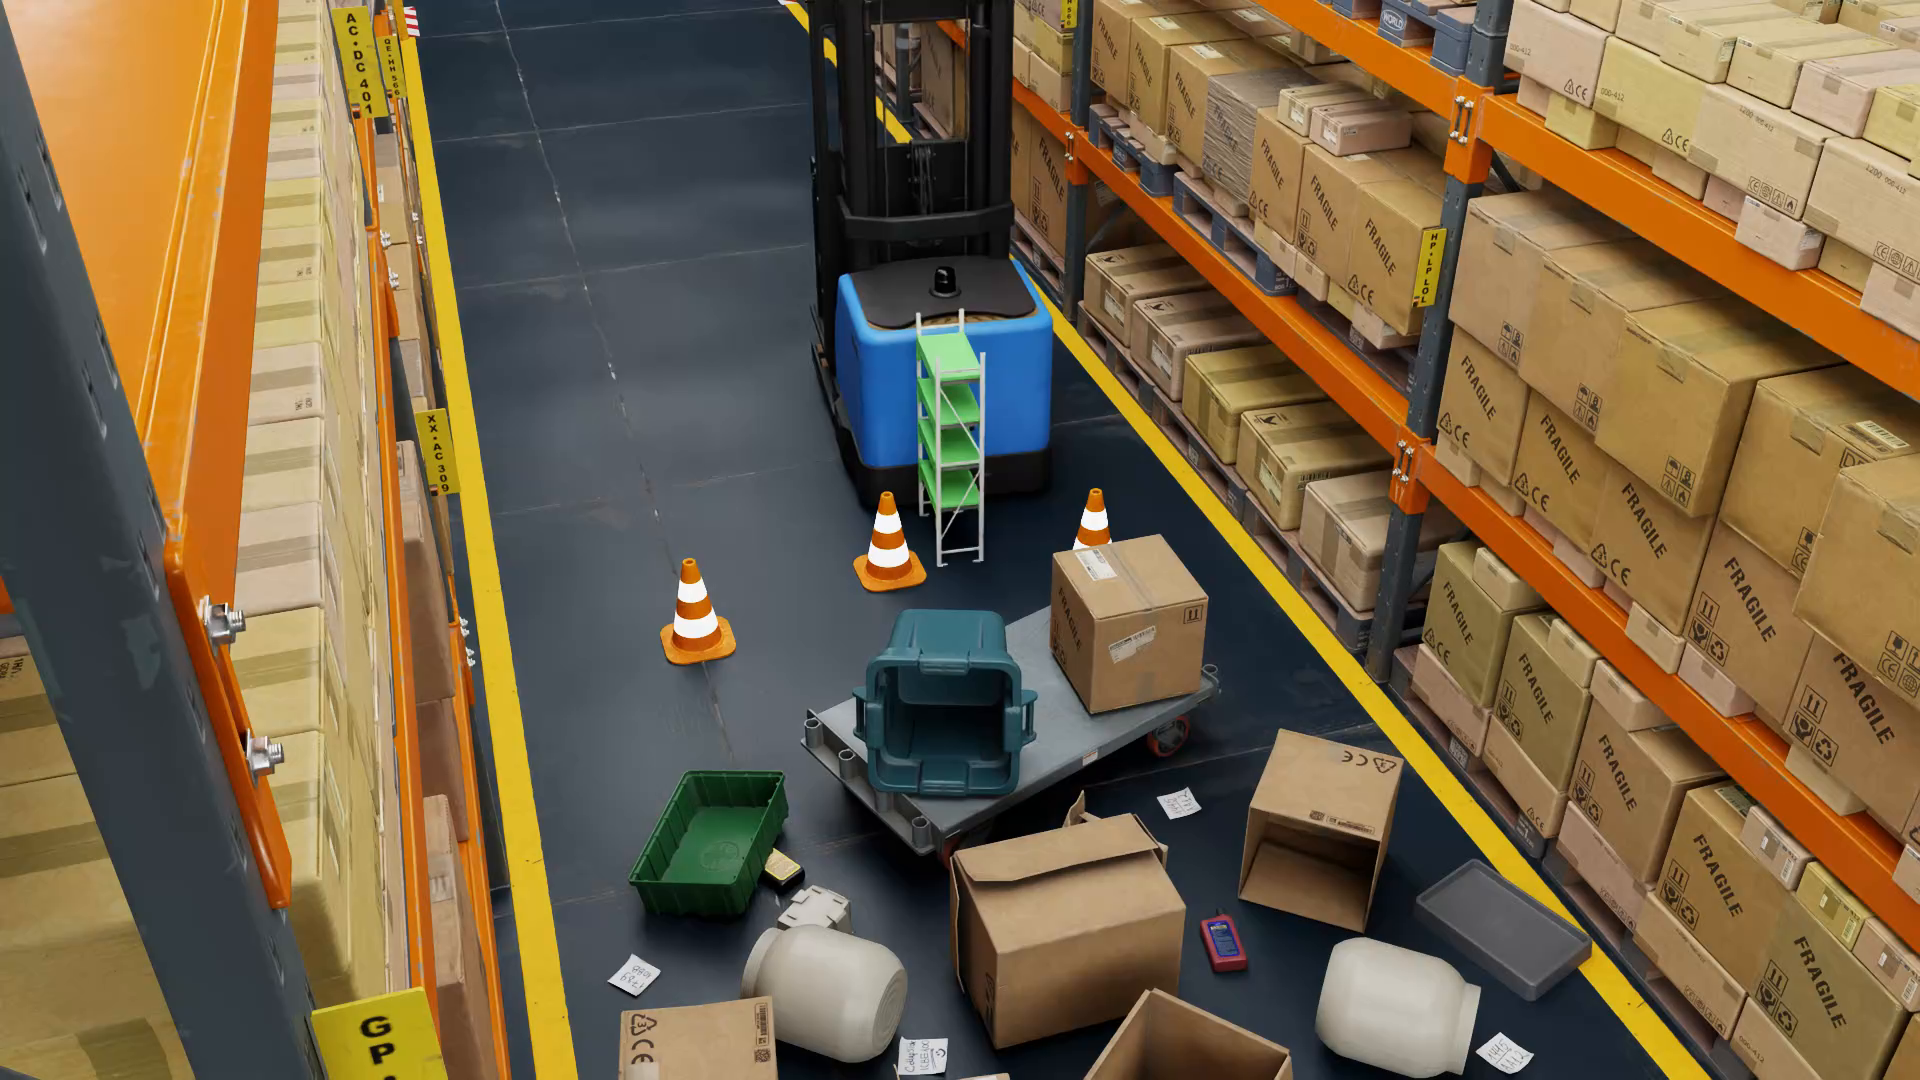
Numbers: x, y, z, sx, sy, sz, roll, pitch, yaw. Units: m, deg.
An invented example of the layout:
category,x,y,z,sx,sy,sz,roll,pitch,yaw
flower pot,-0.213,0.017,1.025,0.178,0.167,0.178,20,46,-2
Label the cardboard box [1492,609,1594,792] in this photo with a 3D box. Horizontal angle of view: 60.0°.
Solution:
category,x,y,z,sx,sy,sz,roll,pitch,yaw
cardboard box,2.490,0.602,6.551,0.500,0.500,0.500,-9,34,-13

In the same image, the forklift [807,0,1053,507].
category,x,y,z,sx,sy,sz,roll,pitch,yaw
forklift,-0.307,-2.205,9.429,1.130,2.935,3.031,-7,34,-10

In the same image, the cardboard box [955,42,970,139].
category,x,y,z,sx,sy,sz,roll,pitch,yaw
cardboard box,0.501,-3.395,12.714,0.875,0.875,0.875,-9,35,-13

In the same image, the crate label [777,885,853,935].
category,x,y,z,sx,sy,sz,roll,pitch,yaw
crate label,-0.560,1.470,6.401,0.250,0.136,0.298,19,38,26

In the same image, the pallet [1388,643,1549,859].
category,x,y,z,sx,sy,sz,roll,pitch,yaw
pallet,2.632,0.819,7.319,1.003,0.211,1.213,-10,35,-15

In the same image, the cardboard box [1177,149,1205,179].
category,x,y,z,sx,sy,sz,roll,pitch,yaw
cardboard box,1.401,-2.093,9.044,0.380,0.149,0.250,-8,34,-12

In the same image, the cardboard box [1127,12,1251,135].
category,x,y,z,sx,sy,sz,roll,pitch,yaw
cardboard box,1.255,-2.585,9.199,0.500,0.500,0.500,-8,34,-12

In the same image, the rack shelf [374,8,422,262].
category,x,y,z,sx,sy,sz,roll,pitch,yaw
rack shelf,-4.121,-2.656,10.701,1.077,0.370,4.000,-10,35,-15

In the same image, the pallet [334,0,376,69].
category,x,y,z,sx,sy,sz,roll,pitch,yaw
pallet,-2.920,-2.163,6.753,1.003,0.211,1.213,-8,34,-13

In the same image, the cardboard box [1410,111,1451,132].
category,x,y,z,sx,sy,sz,roll,pitch,yaw
cardboard box,2.232,-1.851,8.090,0.500,0.500,0.500,-10,35,-15

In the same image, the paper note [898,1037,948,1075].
category,x,y,z,sx,sy,sz,roll,pitch,yaw
paper note,-0.133,1.841,5.943,0.172,0.023,0.155,1,33,2

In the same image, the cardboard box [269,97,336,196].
category,x,y,z,sx,sy,sz,roll,pitch,yaw
cardboard box,-1.565,-0.832,3.600,0.380,0.149,0.250,-10,35,-15

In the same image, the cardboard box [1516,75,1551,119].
category,x,y,z,sx,sy,sz,roll,pitch,yaw
cardboard box,2.253,-1.631,6.004,0.380,0.149,0.250,-11,35,-15

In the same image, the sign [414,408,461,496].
category,x,y,z,sx,sy,sz,roll,pitch,yaw
sign,-1.762,-0.294,5.617,0.100,0.325,0.005,-10,35,-15

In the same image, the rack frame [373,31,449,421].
category,x,y,z,sx,sy,sz,roll,pitch,yaw
rack frame,-3.510,-1.906,8.913,1.000,3.000,0.127,-10,35,-15

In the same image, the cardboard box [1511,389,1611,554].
category,x,y,z,sx,sy,sz,roll,pitch,yaw
cardboard box,2.437,-0.320,6.152,0.500,0.500,0.500,-10,35,-15

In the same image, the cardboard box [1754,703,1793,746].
category,x,y,z,sx,sy,sz,roll,pitch,yaw
cardboard box,2.848,0.547,5.429,0.380,0.149,0.250,-10,35,-15

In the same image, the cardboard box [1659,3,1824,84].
category,x,y,z,sx,sy,sz,roll,pitch,yaw
cardboard box,2.412,-1.536,5.138,0.380,0.149,0.250,-10,35,-15

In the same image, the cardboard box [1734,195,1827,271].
category,x,y,z,sx,sy,sz,roll,pitch,yaw
cardboard box,2.564,-0.941,4.961,0.380,0.149,0.250,-11,35,-16

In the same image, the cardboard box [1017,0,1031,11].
category,x,y,z,sx,sy,sz,roll,pitch,yaw
cardboard box,0.602,-3.746,10.700,0.500,0.500,0.500,-9,35,-14

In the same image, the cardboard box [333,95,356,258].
category,x,y,z,sx,sy,sz,roll,pitch,yaw
cardboard box,-1.742,-0.855,3.997,0.500,0.250,0.500,-10,35,-15

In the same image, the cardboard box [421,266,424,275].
category,x,y,z,sx,sy,sz,roll,pitch,yaw
cardboard box,-3.490,-1.754,9.890,0.500,0.250,0.500,-12,35,-17

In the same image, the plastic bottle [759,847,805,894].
category,x,y,z,sx,sy,sz,roll,pitch,yaw
plastic bottle,-0.769,1.311,6.710,0.283,0.061,0.133,27,42,34

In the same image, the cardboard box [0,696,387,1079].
category,x,y,z,sx,sy,sz,roll,pitch,yaw
cardboard box,-0.973,0.468,1.995,0.500,0.250,0.500,-10,35,-15

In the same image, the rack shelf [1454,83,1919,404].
category,x,y,z,sx,sy,sz,roll,pitch,yaw
rack shelf,3.003,-0.593,4.858,1.077,0.370,4.000,-10,35,-15

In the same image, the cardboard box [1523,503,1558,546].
category,x,y,z,sx,sy,sz,roll,pitch,yaw
cardboard box,2.420,-0.109,6.422,0.380,0.149,0.250,-10,35,-15

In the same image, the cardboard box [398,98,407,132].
category,x,y,z,sx,sy,sz,roll,pitch,yaw
cardboard box,-4.263,-3.103,11.931,0.500,0.250,0.500,-11,35,-16

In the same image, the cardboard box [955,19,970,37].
category,x,y,z,sx,sy,sz,roll,pitch,yaw
cardboard box,0.280,-3.746,11.835,0.500,0.250,0.500,-11,35,-16

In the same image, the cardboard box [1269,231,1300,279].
category,x,y,z,sx,sy,sz,roll,pitch,yaw
cardboard box,1.716,-1.389,7.979,0.380,0.149,0.250,-10,35,-14

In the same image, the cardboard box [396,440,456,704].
category,x,y,z,sx,sy,sz,roll,pitch,yaw
cardboard box,-1.932,0.150,4.687,0.875,0.550,0.550,-10,35,-15

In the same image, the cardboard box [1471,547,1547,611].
category,x,y,z,sx,sy,sz,roll,pitch,yaw
cardboard box,2.297,0.128,6.680,0.380,0.149,0.250,-10,35,-14

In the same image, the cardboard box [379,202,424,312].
category,x,y,z,sx,sy,sz,roll,pitch,yaw
cardboard box,-2.814,-1.232,7.802,0.500,0.500,0.500,-11,35,-16

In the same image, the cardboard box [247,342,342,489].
category,x,y,z,sx,sy,sz,roll,pitch,yaw
cardboard box,-1.178,-0.165,2.590,0.380,0.149,0.250,-11,35,-16

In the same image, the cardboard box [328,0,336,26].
category,x,y,z,sx,sy,sz,roll,pitch,yaw
cardboard box,-2.470,-1.949,6.014,0.380,0.149,0.250,-10,35,-15

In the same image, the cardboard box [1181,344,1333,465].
category,x,y,z,sx,sy,sz,roll,pitch,yaw
cardboard box,1.794,-0.787,9.222,0.950,0.372,0.625,-9,34,-13

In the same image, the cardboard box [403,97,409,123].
category,x,y,z,sx,sy,sz,roll,pitch,yaw
cardboard box,-4.536,-3.360,13.049,0.380,0.149,0.250,-8,34,-13

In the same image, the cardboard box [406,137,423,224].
category,x,y,z,sx,sy,sz,roll,pitch,yaw
cardboard box,-4.109,-2.523,11.733,0.500,0.500,0.500,-11,35,-16

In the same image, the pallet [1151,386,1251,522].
category,x,y,z,sx,sy,sz,roll,pitch,yaw
pallet,1.778,-0.578,9.433,1.003,0.211,1.213,-10,35,-15

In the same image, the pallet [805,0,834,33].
category,x,y,z,sx,sy,sz,roll,pitch,yaw
pallet,-0.949,-5.421,16.763,1.003,0.211,1.213,-10,35,-15

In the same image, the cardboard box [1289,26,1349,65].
category,x,y,z,sx,sy,sz,roll,pitch,yaw
cardboard box,1.941,-2.591,8.621,0.380,0.149,0.250,-12,35,-17

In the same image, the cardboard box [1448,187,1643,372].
category,x,y,z,sx,sy,sz,roll,pitch,yaw
cardboard box,2.321,-1.007,6.285,0.700,0.500,0.500,-10,35,-15

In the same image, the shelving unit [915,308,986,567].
category,x,y,z,sx,sy,sz,roll,pitch,yaw
shelving unit,-0.050,-0.510,8.434,0.258,1.200,0.503,-7,34,-10

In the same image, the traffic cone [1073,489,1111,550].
category,x,y,z,sx,sy,sz,roll,pitch,yaw
traffic cone,0.681,-0.048,8.404,0.336,0.463,0.334,-10,35,-15

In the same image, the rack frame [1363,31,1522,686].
category,x,y,z,sx,sy,sz,roll,pitch,yaw
rack frame,2.393,-0.691,7.075,1.000,3.000,0.127,-10,35,-15

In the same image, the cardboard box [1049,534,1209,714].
category,x,y,z,sx,sy,sz,roll,pitch,yaw
cardboard box,0.707,0.351,7.079,0.500,0.500,0.500,-10,35,-15

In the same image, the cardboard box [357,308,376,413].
category,x,y,z,sx,sy,sz,roll,pitch,yaw
cardboard box,-1.485,-0.363,3.614,0.380,0.149,0.250,-10,35,-15

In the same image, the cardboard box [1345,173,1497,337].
category,x,y,z,sx,sy,sz,roll,pitch,yaw
cardboard box,2.034,-1.236,7.159,0.500,0.500,0.500,-11,35,-16

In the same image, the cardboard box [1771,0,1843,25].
category,x,y,z,sx,sy,sz,roll,pitch,yaw
cardboard box,2.844,-1.766,5.485,0.380,0.149,0.250,-9,35,-14

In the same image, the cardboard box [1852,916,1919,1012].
category,x,y,z,sx,sy,sz,roll,pitch,yaw
cardboard box,2.944,1.239,4.999,0.380,0.149,0.250,-9,35,-13

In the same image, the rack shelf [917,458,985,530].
category,x,y,z,sx,sy,sz,roll,pitch,yaw
rack shelf,-0.050,-0.256,8.601,0.258,0.148,0.480,-7,34,-10

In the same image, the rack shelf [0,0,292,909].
category,x,y,z,sx,sy,sz,roll,pitch,yaw
rack shelf,-1.680,-0.792,2.801,1.077,0.370,4.000,-10,35,-15

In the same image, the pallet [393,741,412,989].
category,x,y,z,sx,sy,sz,roll,pitch,yaw
pallet,-1.306,0.692,2.341,1.003,0.211,1.213,-10,35,-15

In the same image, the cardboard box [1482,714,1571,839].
category,x,y,z,sx,sy,sz,roll,pitch,yaw
cardboard box,2.489,0.914,6.759,0.500,0.250,0.500,-8,34,-12

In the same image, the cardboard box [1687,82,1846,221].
category,x,y,z,sx,sy,sz,roll,pitch,yaw
cardboard box,2.573,-1.193,4.980,0.500,0.250,0.500,-10,35,-14

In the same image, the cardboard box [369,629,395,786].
category,x,y,z,sx,sy,sz,roll,pitch,yaw
cardboard box,-1.102,0.299,2.613,0.380,0.149,0.250,-10,35,-14

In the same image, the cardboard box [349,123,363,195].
category,x,y,z,sx,sy,sz,roll,pitch,yaw
cardboard box,-1.875,-1.032,4.626,0.380,0.149,0.250,-10,35,-15
